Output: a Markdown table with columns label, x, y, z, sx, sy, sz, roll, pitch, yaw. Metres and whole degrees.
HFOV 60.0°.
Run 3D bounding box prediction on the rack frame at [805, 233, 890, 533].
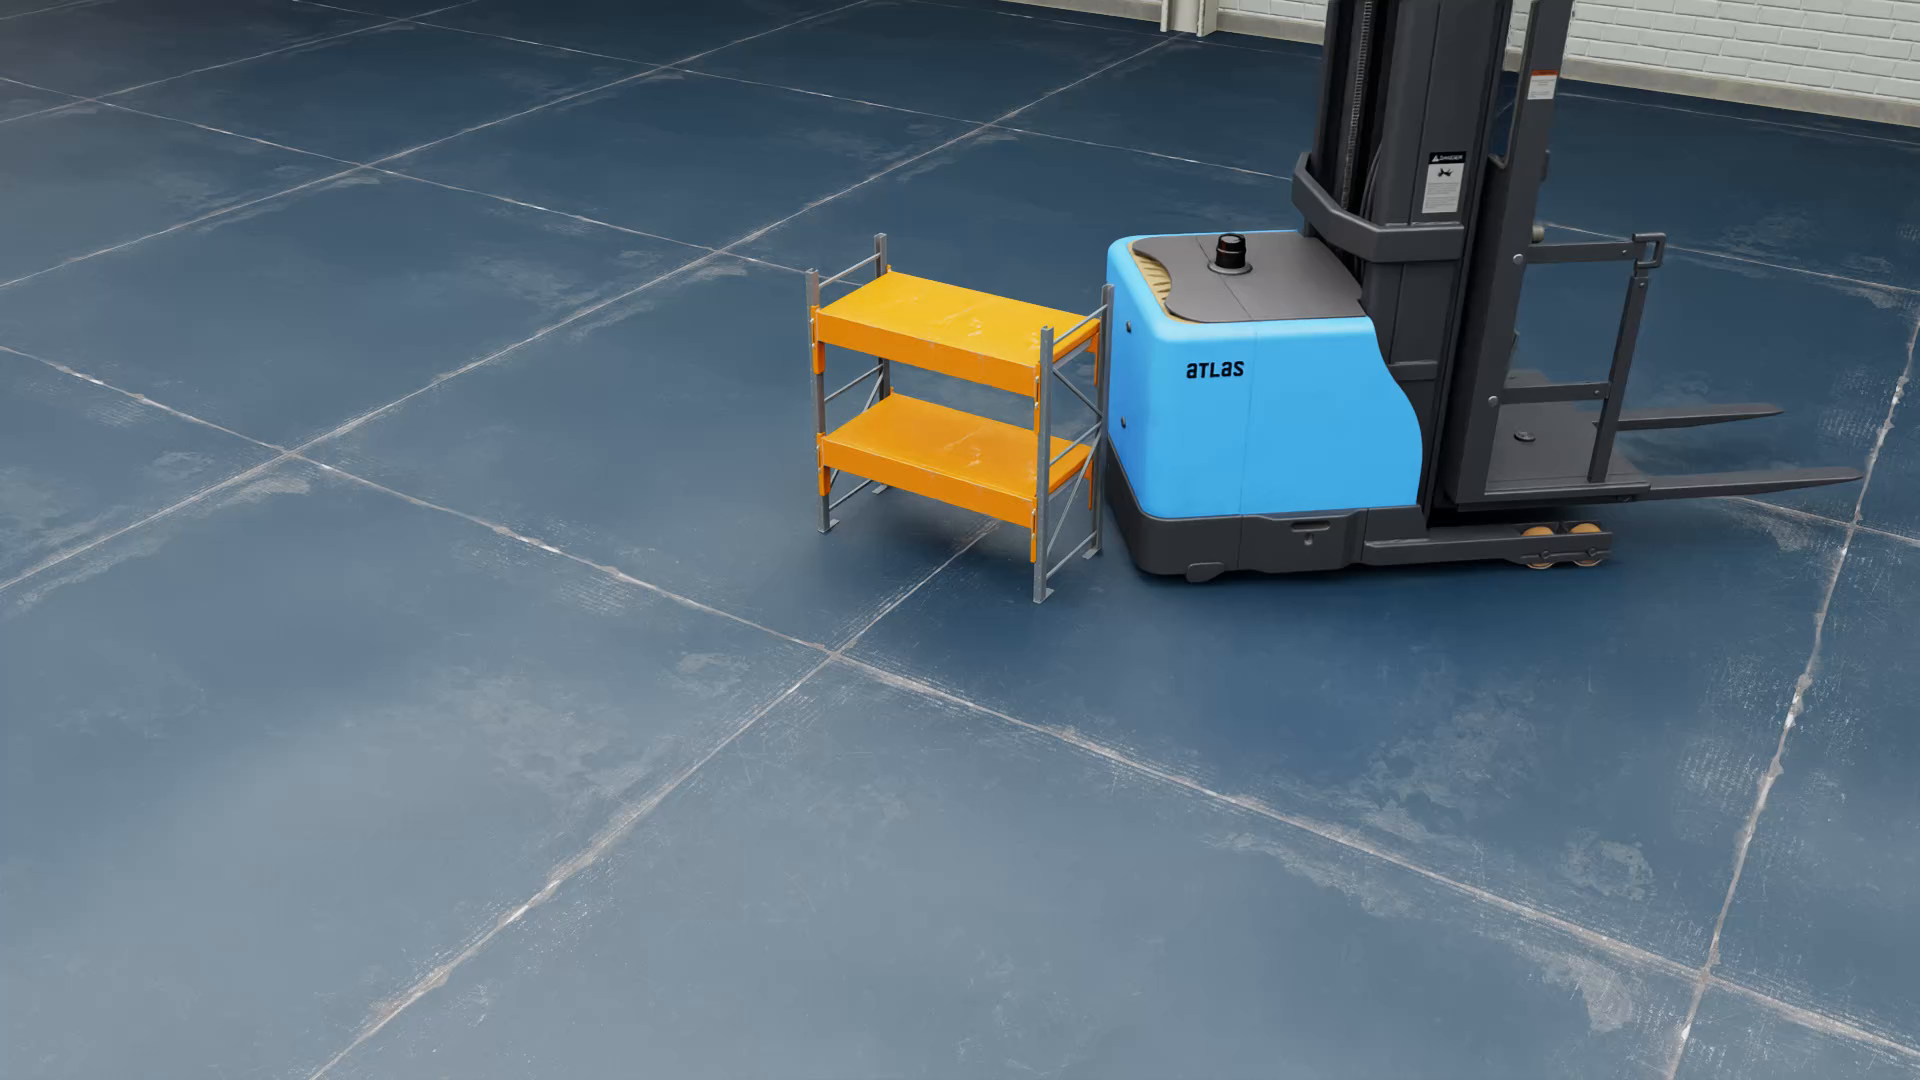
| label | x | y | z | sx | sy | sz | roll | pitch | yaw |
| --- | --- | --- | --- | --- | --- | --- | --- | --- | --- |
| rack frame | -0.436 | -0.624 | 6.703 | 0.032 | 1.125 | 0.500 | 18 | 35 | 27 |

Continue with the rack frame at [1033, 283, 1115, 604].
| label | x | y | z | sx | sy | sz | roll | pitch | yaw |
| --- | --- | --- | --- | --- | --- | --- | --- | --- | --- |
| rack frame | 0.425 | -0.351 | 6.236 | 0.032 | 1.125 | 0.500 | 18 | 35 | 27 |

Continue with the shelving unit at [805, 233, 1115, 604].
| label | x | y | z | sx | sy | sz | roll | pitch | yaw |
| --- | --- | --- | --- | --- | --- | --- | --- | --- | --- |
| shelving unit | -0.006 | -0.488 | 6.470 | 1.048 | 1.125 | 0.538 | 18 | 35 | 27 |

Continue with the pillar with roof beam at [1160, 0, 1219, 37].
| label | x | y | z | sx | sy | sz | roll | pitch | yaw |
| --- | --- | --- | --- | --- | --- | --- | --- | --- | --- |
| pillar with roof beam | -0.331 | -6.414 | 8.814 | 0.400 | 9.000 | 9.100 | 18 | 35 | 27 |

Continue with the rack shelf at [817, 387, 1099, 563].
| label | x | y | z | sx | sy | sz | roll | pitch | yaw |
| --- | --- | --- | --- | --- | --- | --- | --- | --- | --- |
| rack shelf | -0.006 | -0.276 | 6.593 | 1.000 | 0.278 | 0.538 | 18 | 35 | 27 |

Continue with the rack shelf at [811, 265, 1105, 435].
| label | x | y | z | sx | sy | sz | roll | pitch | yaw |
| --- | --- | --- | --- | --- | --- | --- | --- | --- | --- |
| rack shelf | -0.006 | -0.740 | 6.322 | 1.000 | 0.278 | 0.538 | 18 | 35 | 27 |

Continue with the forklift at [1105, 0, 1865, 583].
| label | x | y | z | sx | sy | sz | roll | pitch | yaw |
| --- | --- | --- | --- | --- | --- | --- | --- | --- | --- |
| forklift | 2.136 | -1.413 | 6.263 | 3.031 | 2.935 | 1.130 | -3 | 30 | -6 |
